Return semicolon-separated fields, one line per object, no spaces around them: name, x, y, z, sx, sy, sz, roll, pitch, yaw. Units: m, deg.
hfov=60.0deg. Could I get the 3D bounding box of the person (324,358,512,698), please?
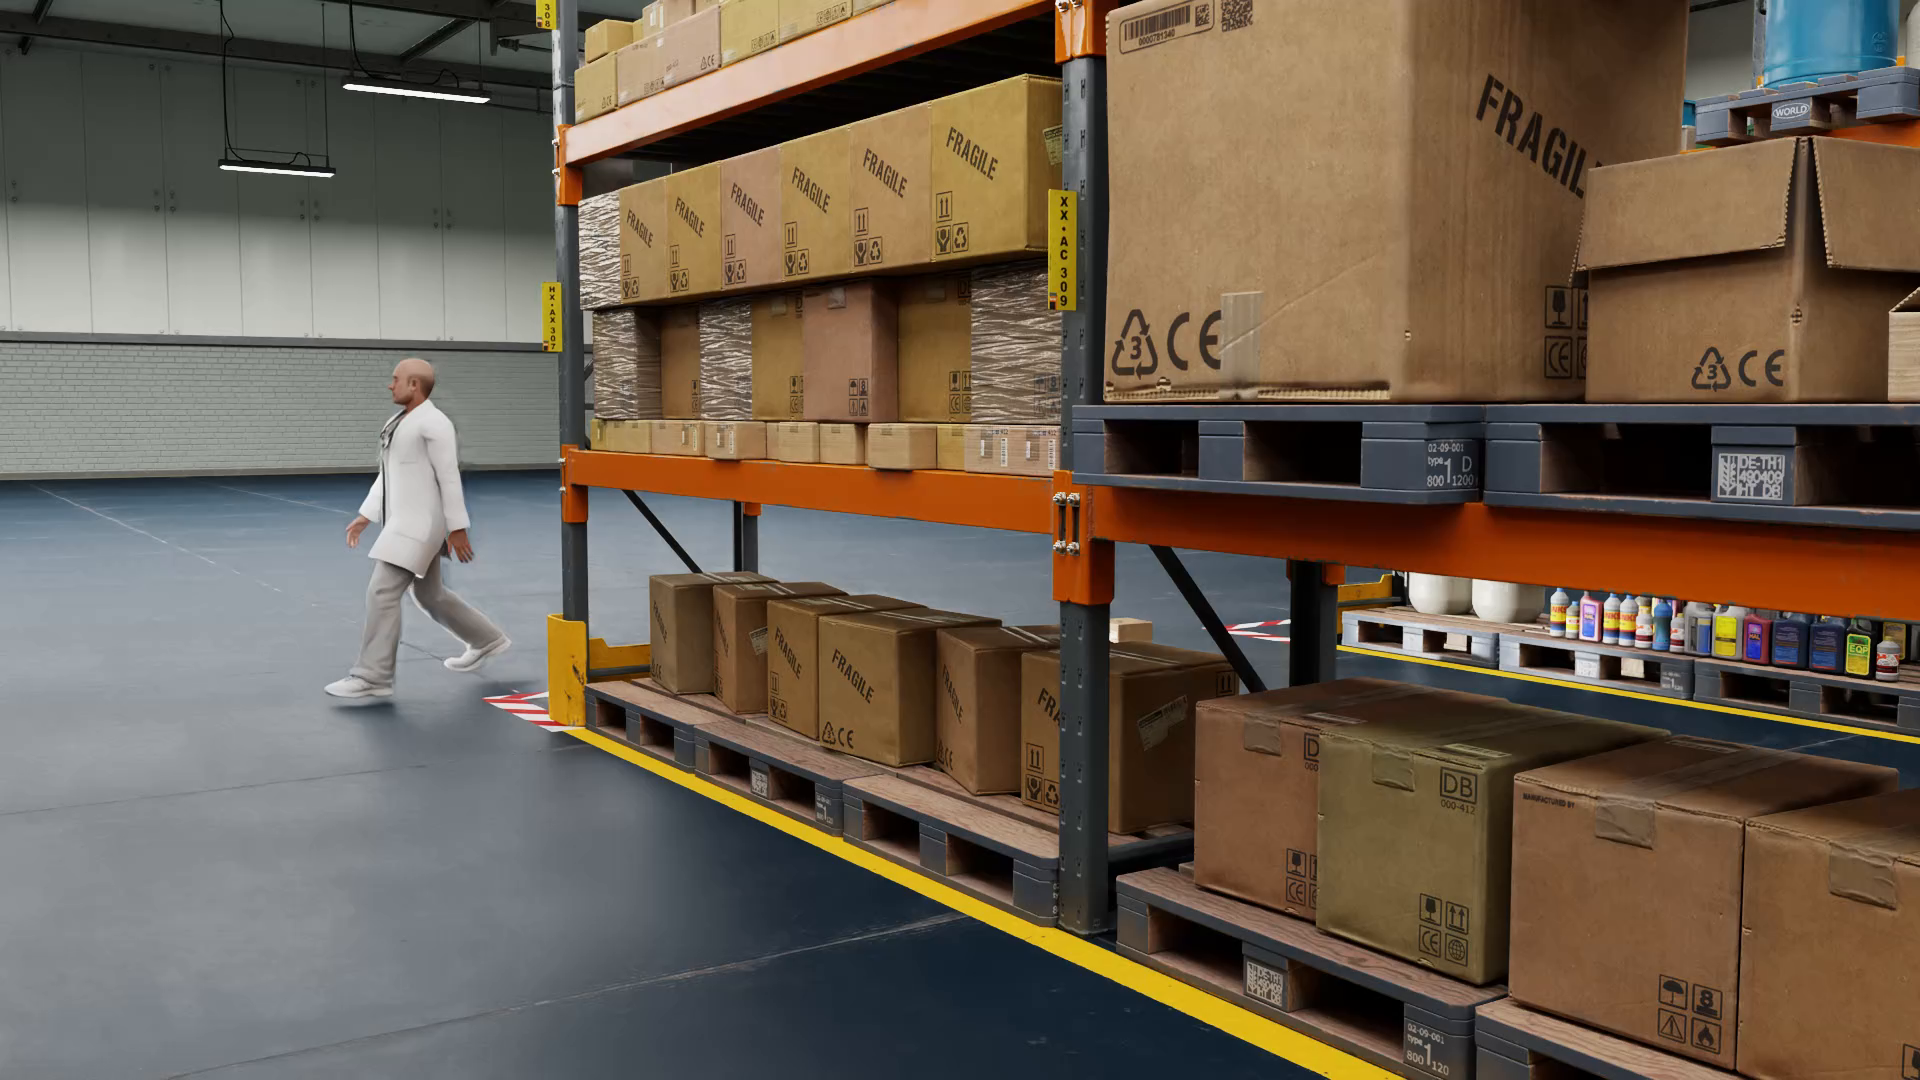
person;-2.838;-0.079;8.711;1.086;1.735;0.655;-4;6;-39
